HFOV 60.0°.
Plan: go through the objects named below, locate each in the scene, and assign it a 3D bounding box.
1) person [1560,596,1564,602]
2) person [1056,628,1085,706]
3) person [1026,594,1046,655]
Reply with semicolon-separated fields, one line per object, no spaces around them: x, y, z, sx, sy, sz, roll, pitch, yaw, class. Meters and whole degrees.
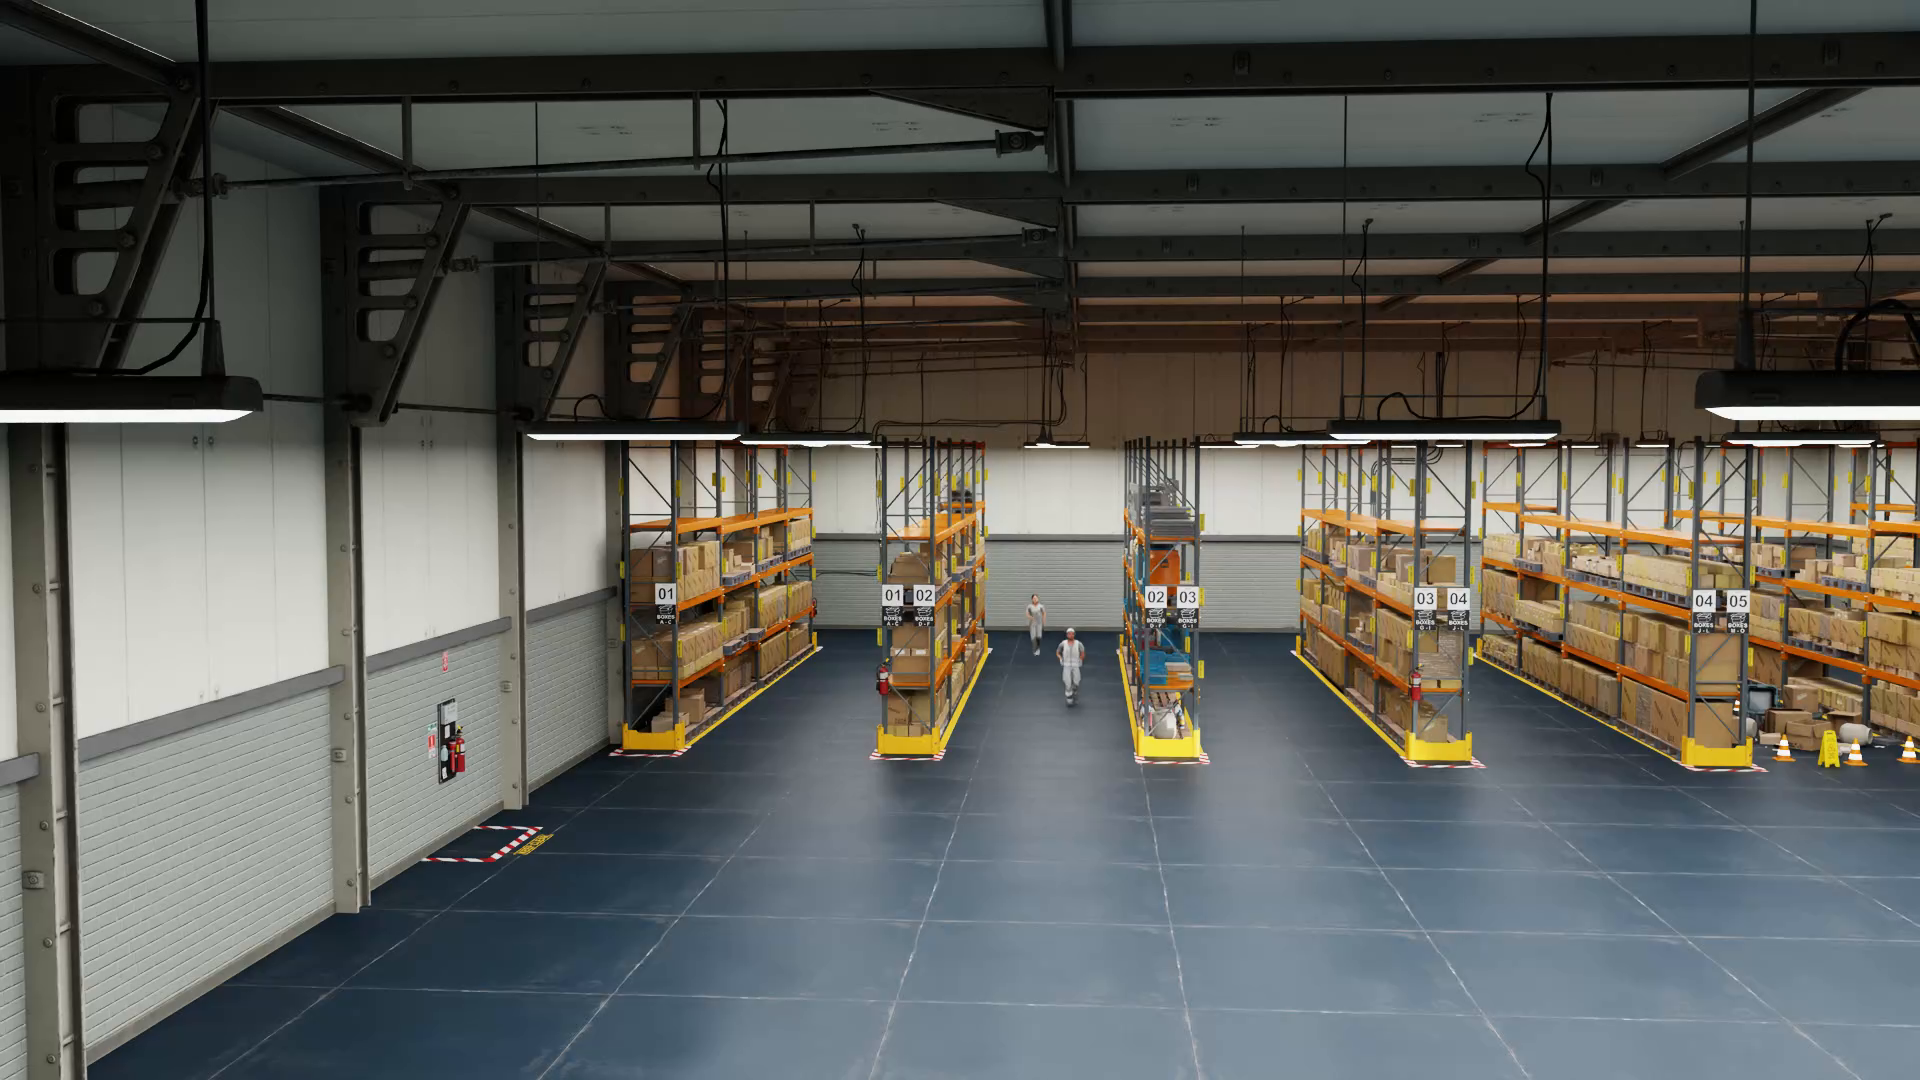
16.589;2.392;45.807;0.637;1.735;0.643;0;3;-8;person
2.494;2.851;37.398;0.652;1.738;0.615;0;3;1;person
2.030;2.267;44.375;0.550;1.630;0.571;0;3;1;person
